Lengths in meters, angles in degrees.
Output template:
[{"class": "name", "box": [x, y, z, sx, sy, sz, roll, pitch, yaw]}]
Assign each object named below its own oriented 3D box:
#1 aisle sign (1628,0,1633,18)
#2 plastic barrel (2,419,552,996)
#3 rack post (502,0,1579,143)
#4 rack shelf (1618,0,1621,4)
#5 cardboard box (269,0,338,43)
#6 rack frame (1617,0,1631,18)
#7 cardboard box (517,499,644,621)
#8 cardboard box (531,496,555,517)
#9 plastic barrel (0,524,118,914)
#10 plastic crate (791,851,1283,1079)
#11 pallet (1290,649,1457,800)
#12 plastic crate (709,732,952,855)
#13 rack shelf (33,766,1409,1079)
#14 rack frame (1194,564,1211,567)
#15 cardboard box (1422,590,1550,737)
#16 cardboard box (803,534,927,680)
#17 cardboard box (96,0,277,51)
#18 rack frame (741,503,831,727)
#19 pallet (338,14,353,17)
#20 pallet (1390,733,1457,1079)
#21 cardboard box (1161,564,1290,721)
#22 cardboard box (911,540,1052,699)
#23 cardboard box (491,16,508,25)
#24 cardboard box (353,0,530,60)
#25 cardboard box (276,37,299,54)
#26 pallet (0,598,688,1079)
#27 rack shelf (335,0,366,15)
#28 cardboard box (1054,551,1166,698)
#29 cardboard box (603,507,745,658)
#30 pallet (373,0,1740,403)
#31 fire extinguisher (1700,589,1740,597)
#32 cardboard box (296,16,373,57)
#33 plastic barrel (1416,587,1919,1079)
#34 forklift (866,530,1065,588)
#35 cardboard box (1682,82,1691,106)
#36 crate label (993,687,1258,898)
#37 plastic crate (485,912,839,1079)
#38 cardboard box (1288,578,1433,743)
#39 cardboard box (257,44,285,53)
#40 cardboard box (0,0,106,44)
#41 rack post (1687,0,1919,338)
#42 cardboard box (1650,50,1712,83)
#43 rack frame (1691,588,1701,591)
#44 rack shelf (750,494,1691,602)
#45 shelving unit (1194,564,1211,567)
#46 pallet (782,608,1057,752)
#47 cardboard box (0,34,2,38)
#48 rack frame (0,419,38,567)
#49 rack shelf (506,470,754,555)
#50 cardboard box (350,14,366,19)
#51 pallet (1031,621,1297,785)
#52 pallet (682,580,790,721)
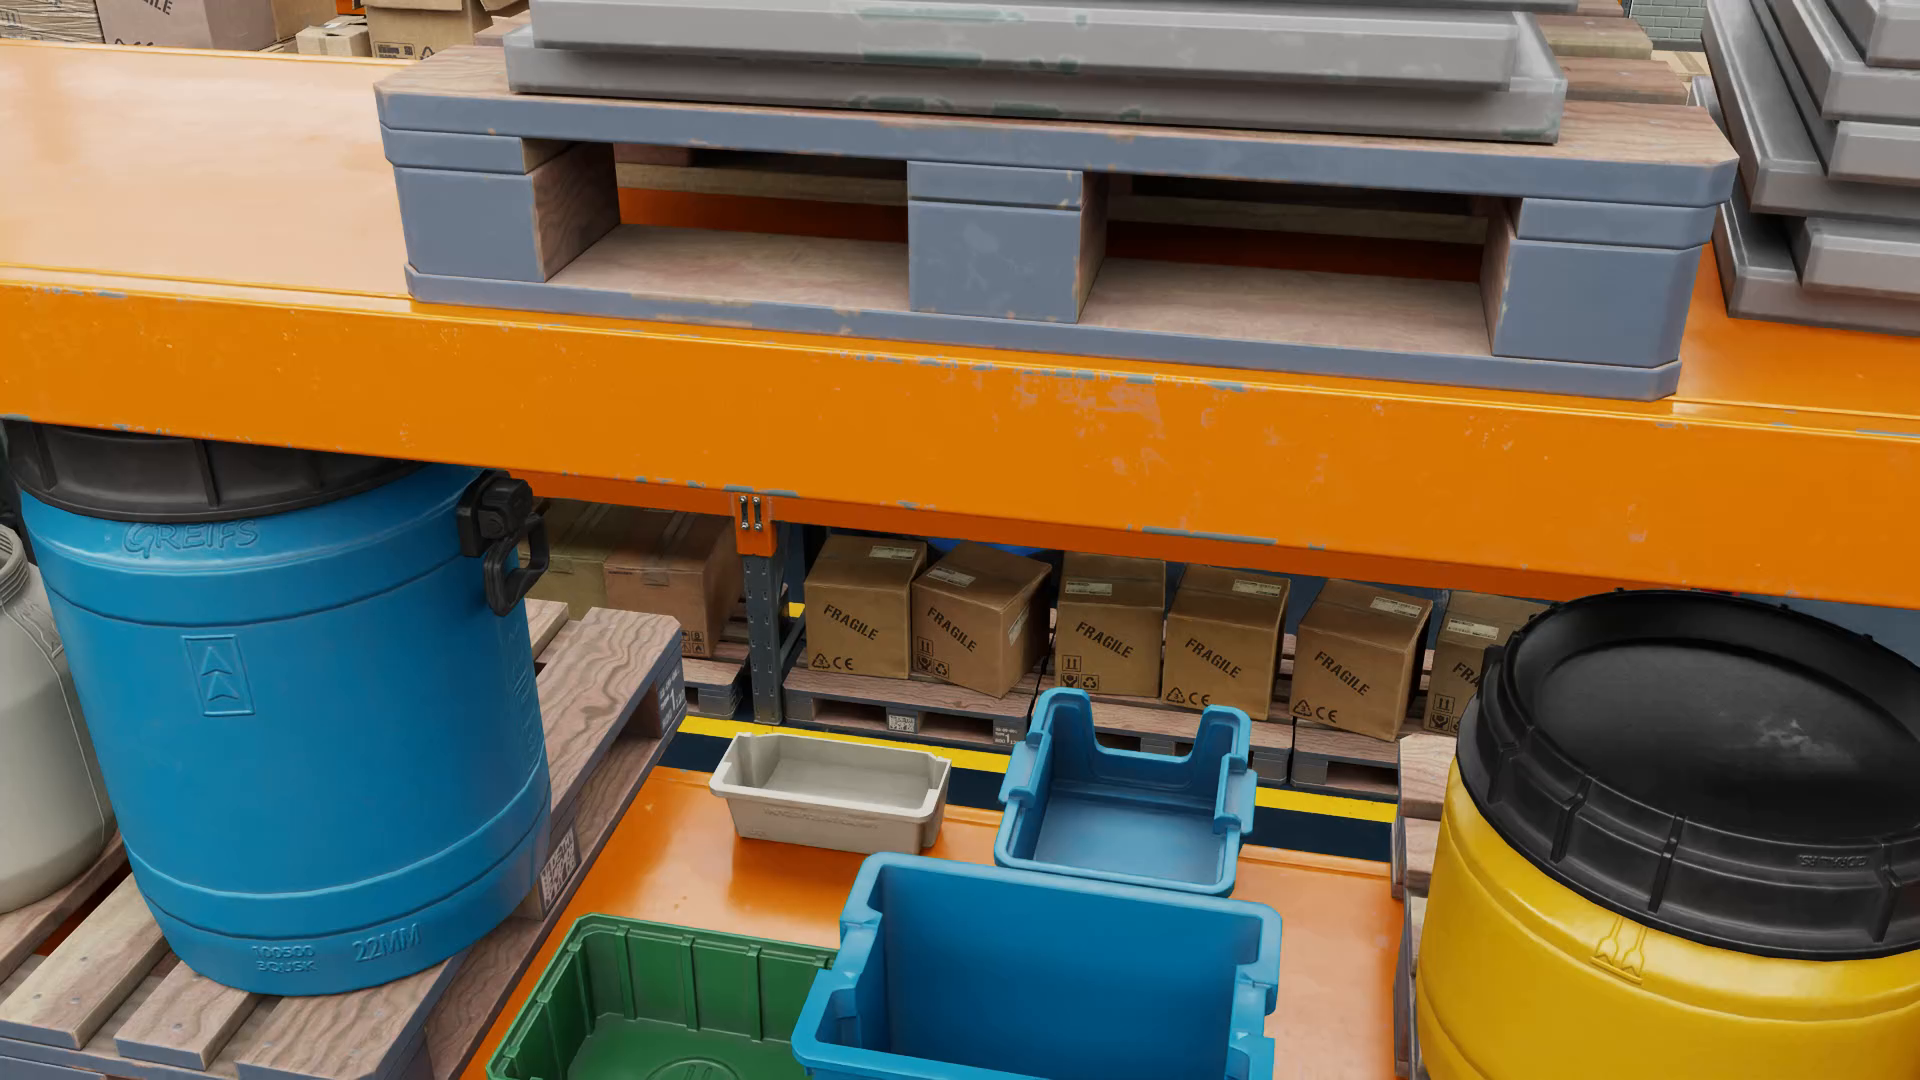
[{"class": "aisle sign", "box": [4.214, -3.557, 10.417, 0.004, 0.787, 0.394, 6, 29, 11]}, {"class": "plastic barrel", "box": [-0.922, 0.109, 2.344, 0.708, 0.901, 0.600, 6, 29, 11]}, {"class": "rack post", "box": [0.137, -0.698, 1.733, 0.954, 0.300, 0.937, 5, 29, 10]}, {"class": "rack shelf", "box": [2.252, -3.766, 11.131, 4.000, 0.370, 1.077, 6, 29, 11]}, {"class": "cardboard box", "box": [-3.247, -2.594, 7.615, 0.500, 0.500, 0.500, 6, 29, 11]}, {"class": "rack frame", "box": [4.208, -2.565, 11.312, 0.127, 3.000, 1.000, 6, 29, 11]}, {"class": "cardboard box", "box": [-1.897, 0.128, 8.537, 0.500, 0.500, 0.700, 6, 29, 10]}, {"class": "cardboard box", "box": [-2.444, 0.072, 8.640, 0.500, 0.500, 0.700, 3, 29, 6]}, {"class": "plastic barrel", "box": [-1.493, 0.265, 2.464, 0.421, 0.512, 0.421, 0, 29, 0]}, {"class": "plastic crate", "box": [0.111, 0.722, 2.202, 0.575, 0.384, 0.392, 6, 29, 11]}, {"class": "pallet", "box": [2.212, 0.871, 7.938, 1.213, 0.211, 1.003, 6, 29, 11]}, {"class": "plastic crate", "box": [-0.219, 0.450, 2.955, 0.396, 0.136, 0.243, 6, 29, 11]}, {"class": "rack shelf", "box": [0.083, 0.879, 2.646, 4.000, 0.370, 1.077, 6, 29, 11]}, {"class": "rack frame", "box": [1.340, -0.284, 9.019, 0.015, 1.200, 0.240, -7, 30, -13]}, {"class": "cardboard box", "box": [2.466, 0.596, 7.704, 0.500, 0.500, 0.500, 11, 31, 20]}, {"class": "cardboard box", "box": [-0.456, 0.324, 8.200, 0.500, 0.500, 0.500, 5, 29, 9]}, {"class": "cardboard box", "box": [-3.356, -2.359, 7.188, 0.500, 0.500, 0.500, 5, 29, 9]}, {"class": "rack frame", "box": [-0.839, -0.647, 7.808, 0.127, 3.000, 1.000, 6, 29, 11]}, {"class": "pallet", "box": [-8.618, -7.526, 23.277, 1.213, 0.211, 1.003, 6, 29, 11]}, {"class": "pallet", "box": [1.250, 0.718, 2.387, 1.213, 0.211, 1.003, 6, 29, 11]}, {"class": "cardboard box", "box": [1.266, 0.480, 7.915, 0.500, 0.500, 0.500, 9, 30, 15]}, {"class": "cardboard box", "box": [0.106, 0.378, 8.102, 0.500, 0.500, 0.500, 16, 32, 26]}, {"class": "cardboard box", "box": [-1.779, -2.135, 7.106, 0.258, 0.266, 0.396, 7, 29, 12]}, {"class": "cardboard box", "box": [-2.199, -2.380, 7.305, 0.637, 0.503, 0.797, 7, 29, 13]}, {"class": "cardboard box", "box": [-3.256, -2.271, 7.806, 0.500, 0.250, 0.500, 7, 29, 12]}, {"class": "pallet", "box": [-1.147, 0.473, 2.836, 1.003, 0.211, 1.213, 6, 29, 11]}, {"class": "rack shelf", "box": [-4.637, -5.587, 17.581, 4.000, 0.370, 1.077, 6, 29, 11]}, {"class": "cardboard box", "box": [0.729, 0.403, 8.055, 0.500, 0.500, 0.500, 3, 29, 6]}, {"class": "cardboard box", "box": [-1.435, 0.185, 8.434, 0.500, 0.500, 0.700, 4, 29, 7]}, {"class": "pallet", "box": [0.136, -0.503, 1.912, 1.213, 0.211, 1.003, 6, 29, 11]}, {"class": "fire extinguisher", "box": [3.089, 0.016, 6.678, 0.183, 0.674, 0.296, 6, 29, 11]}, {"class": "cardboard box", "box": [-2.693, -2.186, 7.301, 0.250, 0.166, 0.380, 5, 29, 9]}, {"class": "plastic barrel", "box": [0.897, 0.443, 2.060, 0.600, 0.588, 0.600, 0, 29, 0]}, {"class": "forklift", "box": [-0.275, -1.585, 9.592, 1.130, 2.935, 3.031, -16, 32, -26]}, {"class": "cardboard box", "box": [2.736, -1.552, 6.079, 0.250, 0.149, 0.380, 6, 29, 11]}, {"class": "crate label", "box": [0.277, 0.487, 2.769, 0.408, 0.251, 0.502, 6, 29, 11]}, {"class": "plastic crate", "box": [-0.387, 0.742, 2.368, 0.450, 0.188, 0.336, 6, 29, 11]}, {"class": "cardboard box", "box": [1.874, 0.552, 7.784, 0.500, 0.500, 0.500, 14, 32, 24]}, {"class": "cardboard box", "box": [-3.337, -2.033, 7.372, 0.500, 0.250, 0.500, 6, 29, 12]}, {"class": "cardboard box", "box": [-3.849, -2.407, 7.274, 0.500, 0.500, 0.500, 6, 29, 11]}, {"class": "rack post", "box": [1.326, -0.468, 1.754, 0.954, 0.300, 0.937, 9, 30, 16]}, {"class": "cardboard box", "box": [2.852, -1.807, 6.544, 0.250, 0.149, 0.380, 6, 29, 10]}, {"class": "rack frame", "box": [3.073, -0.246, 7.076, 0.127, 3.000, 1.000, 6, 29, 11]}, {"class": "rack shelf", "box": [1.117, -0.131, 7.615, 4.000, 0.370, 1.077, 6, 29, 11]}, {"class": "shelving unit", "box": [1.104, -0.254, 8.964, 0.503, 1.200, 0.258, -7, 30, -13]}, {"class": "pallet", "box": [-0.175, 0.627, 8.385, 1.213, 0.211, 1.003, 6, 29, 11]}, {"class": "cardboard box", "box": [-4.345, -2.459, 7.370, 0.500, 0.500, 0.500, 6, 29, 11]}, {"class": "rack frame", "box": [-1.873, -0.953, 2.119, 0.127, 3.000, 1.000, 6, 29, 11]}, {"class": "rack shelf", "box": [-2.795, -0.532, 8.347, 4.000, 0.370, 1.077, 6, 29, 11]}, {"class": "cardboard box", "box": [-5.970, -5.331, 18.139, 0.875, 0.875, 0.875, 7, 29, 12]}, {"class": "pallet", "box": [1.022, 0.748, 8.164, 1.213, 0.211, 1.003, 6, 29, 11]}, {"class": "pallet", "box": [-1.600, 0.499, 8.619, 1.213, 0.211, 1.003, 6, 29, 11]}]
